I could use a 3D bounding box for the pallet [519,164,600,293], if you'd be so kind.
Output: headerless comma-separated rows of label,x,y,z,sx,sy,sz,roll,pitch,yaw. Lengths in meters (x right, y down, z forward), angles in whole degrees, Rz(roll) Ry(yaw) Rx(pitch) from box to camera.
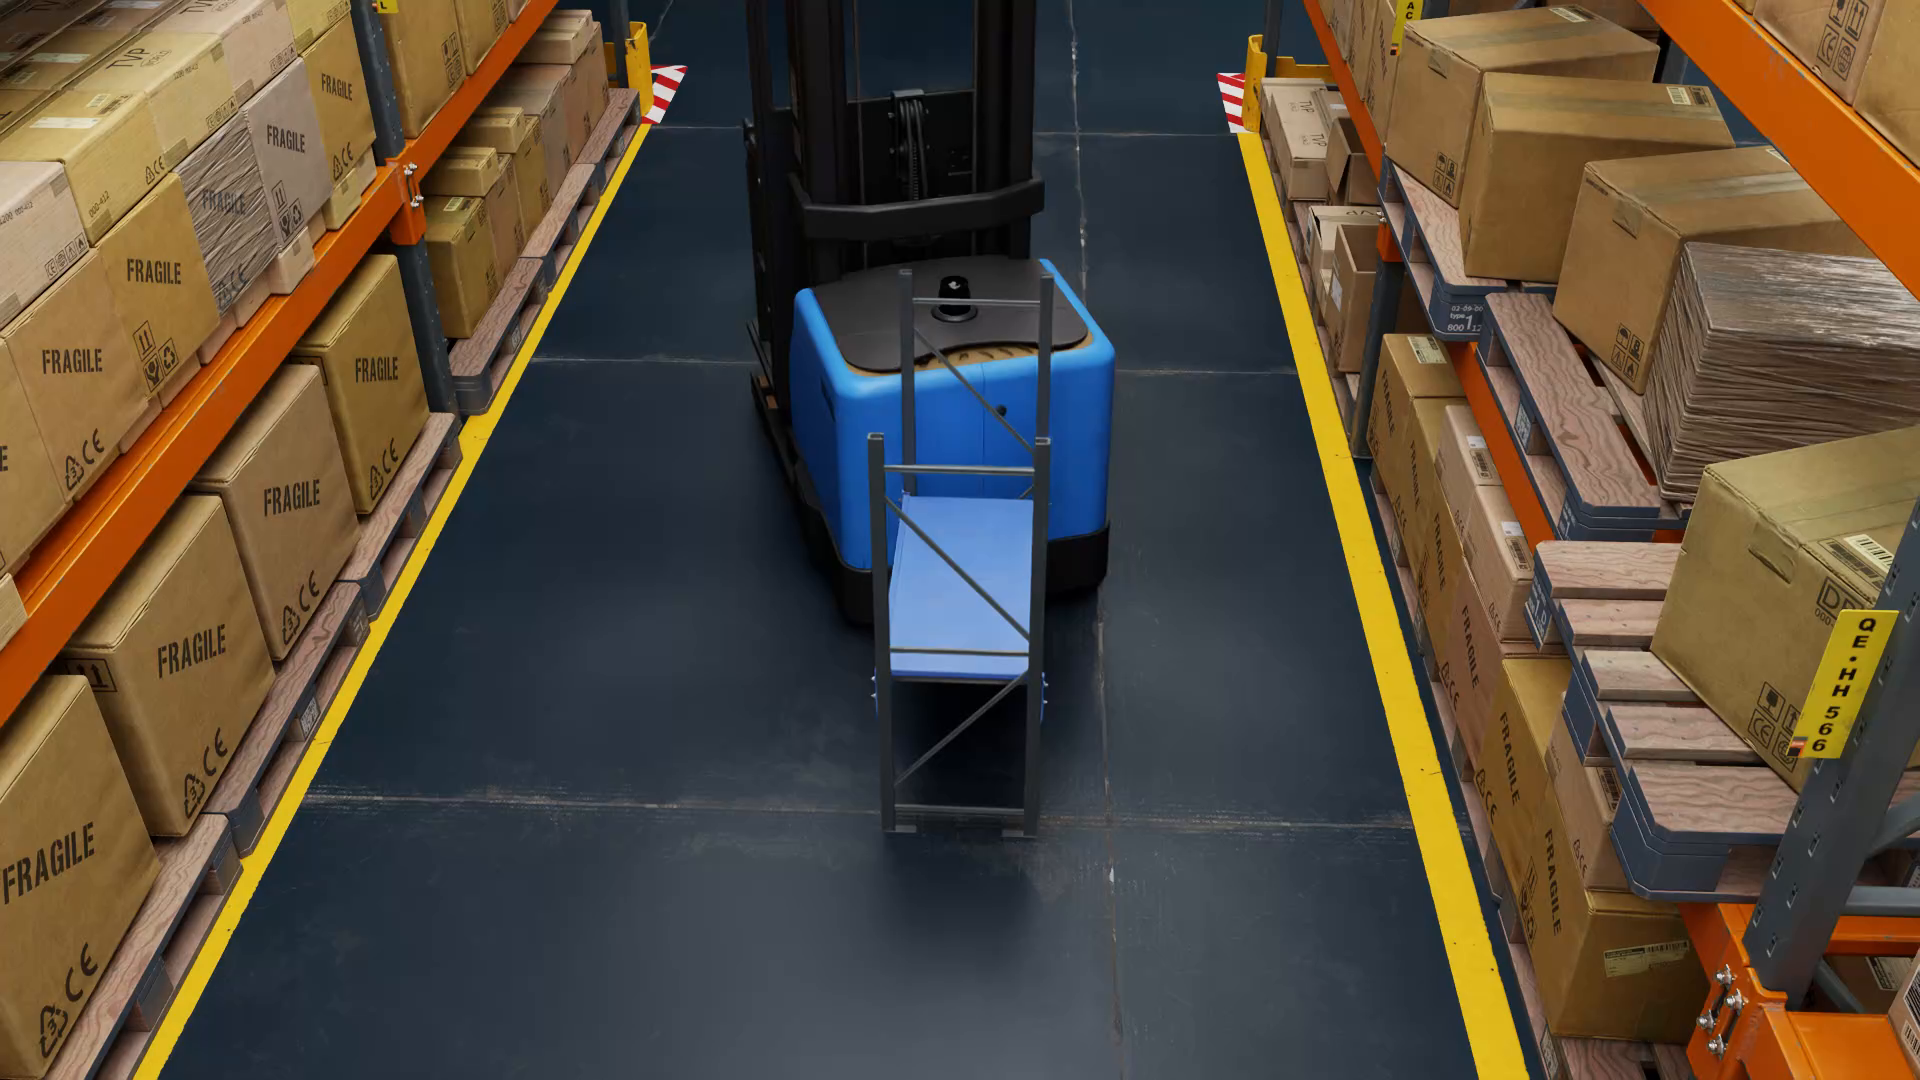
pallet,-2.581,-1.708,8.997,1.003,0.211,1.213,1,35,2

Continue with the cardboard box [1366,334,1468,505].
cardboard box,1.951,-0.484,6.621,0.500,0.500,0.500,0,35,0

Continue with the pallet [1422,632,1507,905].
pallet,2.172,0.713,5.552,1.003,0.211,1.213,1,35,2

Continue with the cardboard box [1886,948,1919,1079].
cardboard box,1.995,0.943,2.876,0.500,0.311,0.500,3,35,5

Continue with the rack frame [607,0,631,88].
rack frame,-2.576,-4.009,9.846,1.000,3.000,0.127,1,35,2

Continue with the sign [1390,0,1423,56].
sign,1.671,-1.961,6.179,0.100,0.325,0.005,1,35,2

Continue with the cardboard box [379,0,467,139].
cardboard box,-2.698,-2.145,6.933,0.980,0.700,0.700,2,35,3

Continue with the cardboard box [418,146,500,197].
cardboard box,-2.408,-1.746,7.870,0.380,0.149,0.250,2,35,3

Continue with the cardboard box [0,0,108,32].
cardboard box,-3.029,-1.630,5.445,0.500,0.250,0.500,2,35,2

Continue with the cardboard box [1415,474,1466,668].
cardboard box,1.913,0.110,5.777,0.500,0.500,0.500,2,35,2

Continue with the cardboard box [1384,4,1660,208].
cardboard box,1.971,-1.545,5.887,0.700,0.500,0.500,-10,36,-14

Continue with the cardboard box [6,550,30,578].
cardboard box,-2.651,0.055,4.264,0.380,0.149,0.250,1,35,1

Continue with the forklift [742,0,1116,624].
forklift,-0.323,-1.734,6.669,1.130,2.935,3.031,-9,36,-13

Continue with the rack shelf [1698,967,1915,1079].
rack shelf,1.973,2.142,1.719,1.077,0.370,4.000,1,35,2

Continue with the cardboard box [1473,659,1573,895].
cardboard box,1.877,0.702,4.934,0.500,0.500,0.500,0,35,0

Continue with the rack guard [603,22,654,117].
rack guard,-2.575,-3.001,10.585,1.175,0.500,0.348,1,35,2

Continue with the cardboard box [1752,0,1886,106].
cardboard box,2.057,-1.114,3.030,0.910,0.500,0.500,1,35,2

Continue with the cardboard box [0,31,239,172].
cardboard box,-2.550,-1.328,5.016,0.500,0.250,0.500,2,35,3

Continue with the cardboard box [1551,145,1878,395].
cardboard box,2.204,-0.795,4.821,0.700,0.500,0.500,-7,36,-10

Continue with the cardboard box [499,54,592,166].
cardboard box,-2.524,-2.467,9.460,0.700,0.500,0.500,1,35,2

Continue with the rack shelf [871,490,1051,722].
rack shelf,0.025,0.192,5.485,0.538,0.185,1.000,2,35,3

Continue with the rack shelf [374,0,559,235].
rack shelf,-2.656,-2.566,8.418,1.077,0.370,4.000,1,35,2

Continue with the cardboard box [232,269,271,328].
cardboard box,-2.537,-0.831,5.524,0.380,0.149,0.250,1,35,2

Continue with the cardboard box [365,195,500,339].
cardboard box,-2.604,-1.288,7.782,0.700,0.500,0.500,2,35,2

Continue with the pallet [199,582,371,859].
pallet,-2.738,0.577,5.745,1.003,0.211,1.213,1,35,2

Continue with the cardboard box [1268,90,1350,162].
cardboard box,2.049,-2.359,9.507,0.500,0.250,0.500,1,35,2

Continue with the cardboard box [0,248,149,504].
cardboard box,-2.570,-0.443,4.409,0.500,0.500,0.500,1,35,2

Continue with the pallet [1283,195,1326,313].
pallet,2.288,-1.555,8.780,1.003,0.211,1.213,1,35,2

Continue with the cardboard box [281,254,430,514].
cardboard box,-2.632,-0.627,6.538,0.750,0.750,0.750,2,35,2

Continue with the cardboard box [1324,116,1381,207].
cardboard box,2.284,-1.837,8.544,0.797,0.503,0.637,1,35,2

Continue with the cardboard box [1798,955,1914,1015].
cardboard box,2.357,1.287,4.102,0.500,0.500,0.500,3,35,4

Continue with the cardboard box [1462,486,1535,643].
cardboard box,1.891,0.072,5.178,0.500,0.250,0.500,1,35,1

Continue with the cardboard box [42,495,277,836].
cardboard box,-2.695,0.372,5.117,0.750,0.750,0.750,1,35,2

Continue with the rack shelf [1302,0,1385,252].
rack shelf,2.294,-2.454,8.258,1.077,0.370,4.000,1,35,2

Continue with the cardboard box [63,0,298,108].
cardboard box,-2.530,-1.621,5.433,0.500,0.250,0.500,2,35,3

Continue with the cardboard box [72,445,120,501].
cardboard box,-2.628,-0.242,4.687,0.380,0.149,0.250,2,35,3

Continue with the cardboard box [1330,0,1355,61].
cardboard box,2.015,-2.525,7.646,0.500,0.500,0.500,2,35,3

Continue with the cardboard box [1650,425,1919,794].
cardboard box,1.966,0.122,3.516,0.700,0.500,0.500,-10,36,-14

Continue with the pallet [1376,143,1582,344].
pallet,2.072,-1.064,5.822,1.003,0.211,1.213,1,35,2

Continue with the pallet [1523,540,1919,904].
pallet,2.010,0.386,3.758,1.213,0.211,1.003,1,35,2

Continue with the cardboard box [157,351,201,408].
cardboard box,-2.584,-0.535,5.103,0.380,0.149,0.250,2,35,3

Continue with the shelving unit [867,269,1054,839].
shelving unit,0.025,0.045,5.382,0.538,1.500,1.048,2,35,3

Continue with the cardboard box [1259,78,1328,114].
cardboard box,2.014,-2.678,10.049,0.380,0.149,0.250,1,35,2

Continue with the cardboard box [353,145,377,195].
cardboard box,-2.467,-1.416,6.357,0.380,0.149,0.250,2,35,2

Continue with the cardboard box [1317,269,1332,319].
cardboard box,1.908,-1.163,7.893,0.380,0.149,0.250,1,35,2

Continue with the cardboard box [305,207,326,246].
cardboard box,-2.509,-1.123,5.940,0.380,0.149,0.250,2,35,3

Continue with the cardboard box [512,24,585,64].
cardboard box,-2.336,-2.795,9.362,0.380,0.149,0.250,2,35,3

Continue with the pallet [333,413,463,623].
pallet,-2.692,-0.125,6.745,1.003,0.211,1.213,1,35,2

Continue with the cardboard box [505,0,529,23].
cardboard box,-2.644,-2.983,8.125,0.980,0.700,0.700,0,35,0

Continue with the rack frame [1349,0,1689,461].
rack frame,2.214,-1.599,6.417,1.000,3.000,0.127,1,35,2

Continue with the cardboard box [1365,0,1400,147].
cardboard box,1.977,-1.933,6.805,0.500,0.500,0.500,2,35,3

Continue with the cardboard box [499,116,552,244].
cardboard box,-2.557,-1.871,8.612,0.700,0.500,0.500,2,35,3

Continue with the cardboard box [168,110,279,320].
cardboard box,-2.542,-1.029,5.243,0.500,0.500,0.500,1,35,2

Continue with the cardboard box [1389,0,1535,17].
cardboard box,1.975,-2.346,6.522,0.500,0.500,0.500,2,35,2

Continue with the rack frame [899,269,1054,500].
rack frame,0.053,-0.247,5.797,0.500,1.500,0.032,2,35,3

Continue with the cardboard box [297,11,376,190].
cardboard box,-2.503,-1.611,6.071,0.500,0.500,0.500,1,35,1
